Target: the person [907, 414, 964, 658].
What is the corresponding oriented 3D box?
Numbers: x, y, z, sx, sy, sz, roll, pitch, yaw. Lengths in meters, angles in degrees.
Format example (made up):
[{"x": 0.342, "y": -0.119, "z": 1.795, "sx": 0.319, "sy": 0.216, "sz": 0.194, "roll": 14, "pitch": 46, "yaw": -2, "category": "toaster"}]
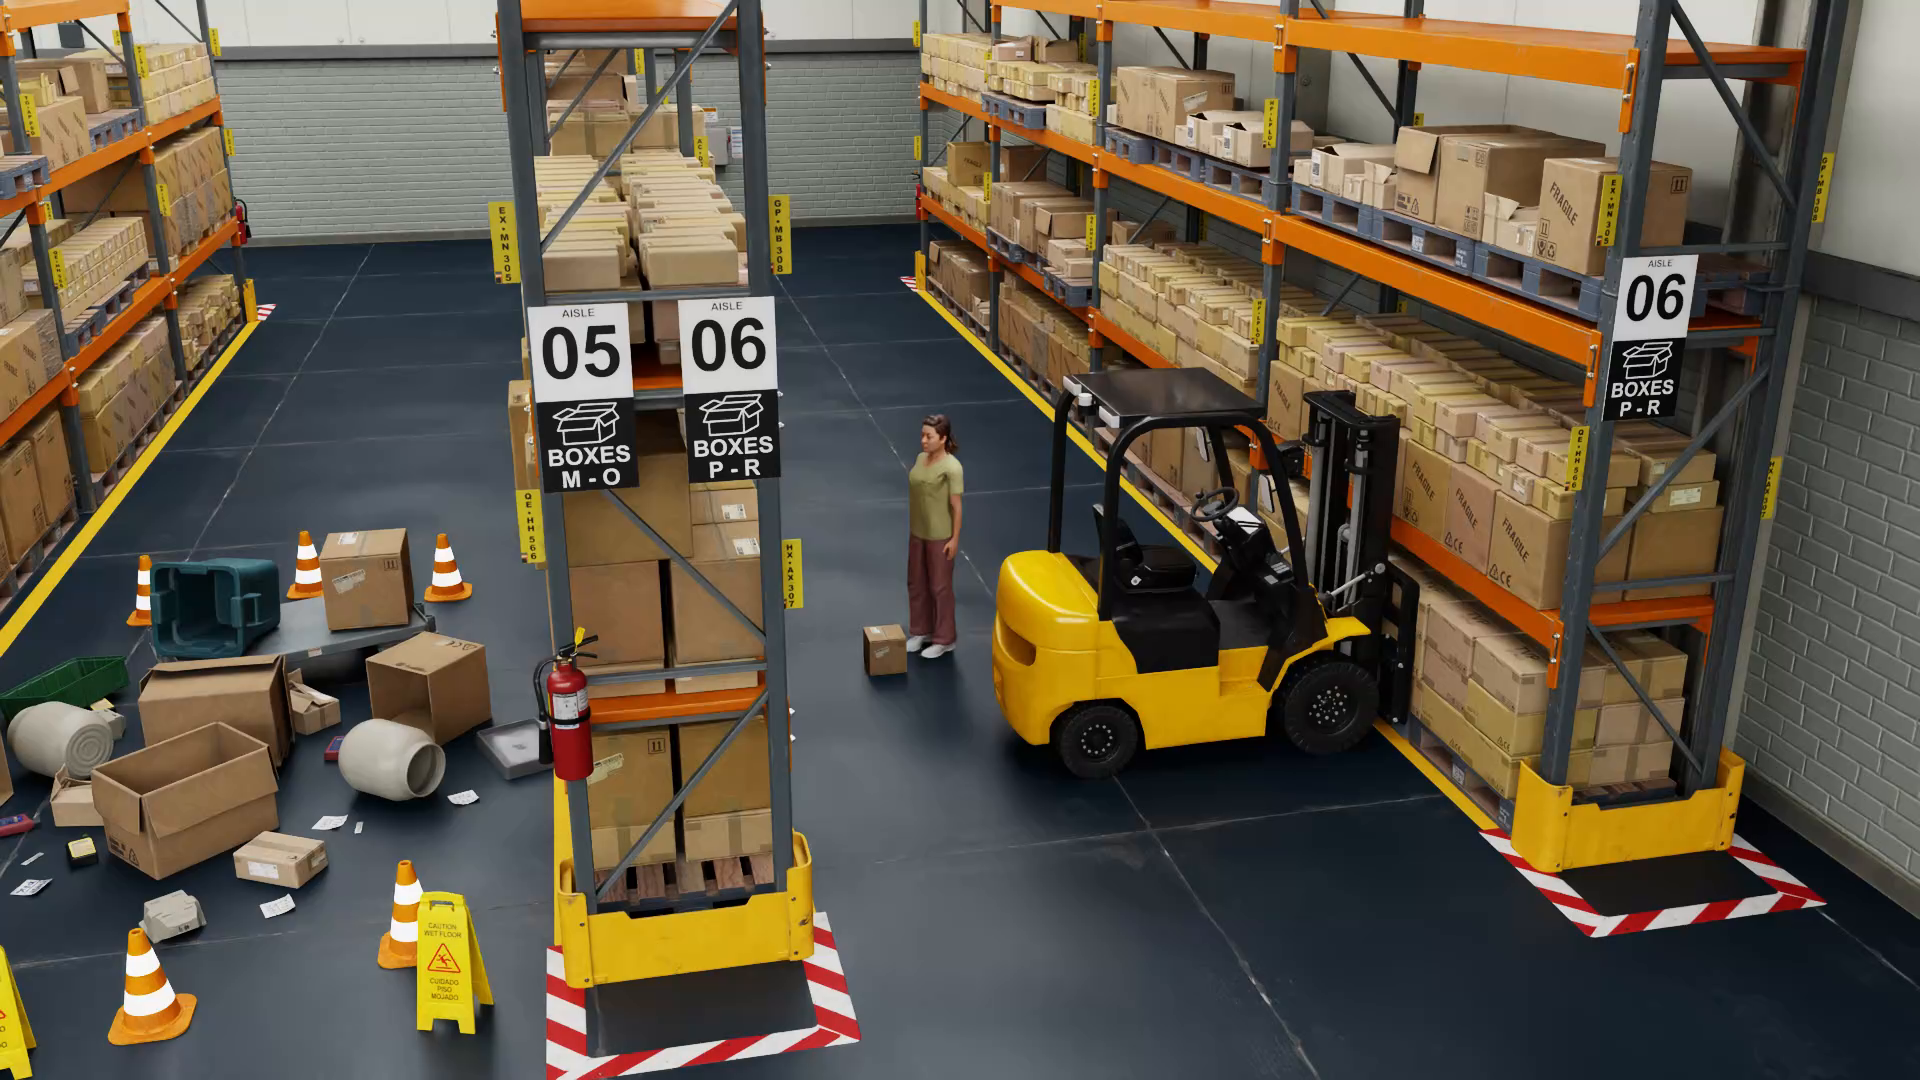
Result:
[{"x": -0.173, "y": -0.028, "z": 11.162, "sx": 0.373, "sy": 1.674, "sz": 0.447, "roll": -16, "pitch": 25, "yaw": -38, "category": "person"}]
